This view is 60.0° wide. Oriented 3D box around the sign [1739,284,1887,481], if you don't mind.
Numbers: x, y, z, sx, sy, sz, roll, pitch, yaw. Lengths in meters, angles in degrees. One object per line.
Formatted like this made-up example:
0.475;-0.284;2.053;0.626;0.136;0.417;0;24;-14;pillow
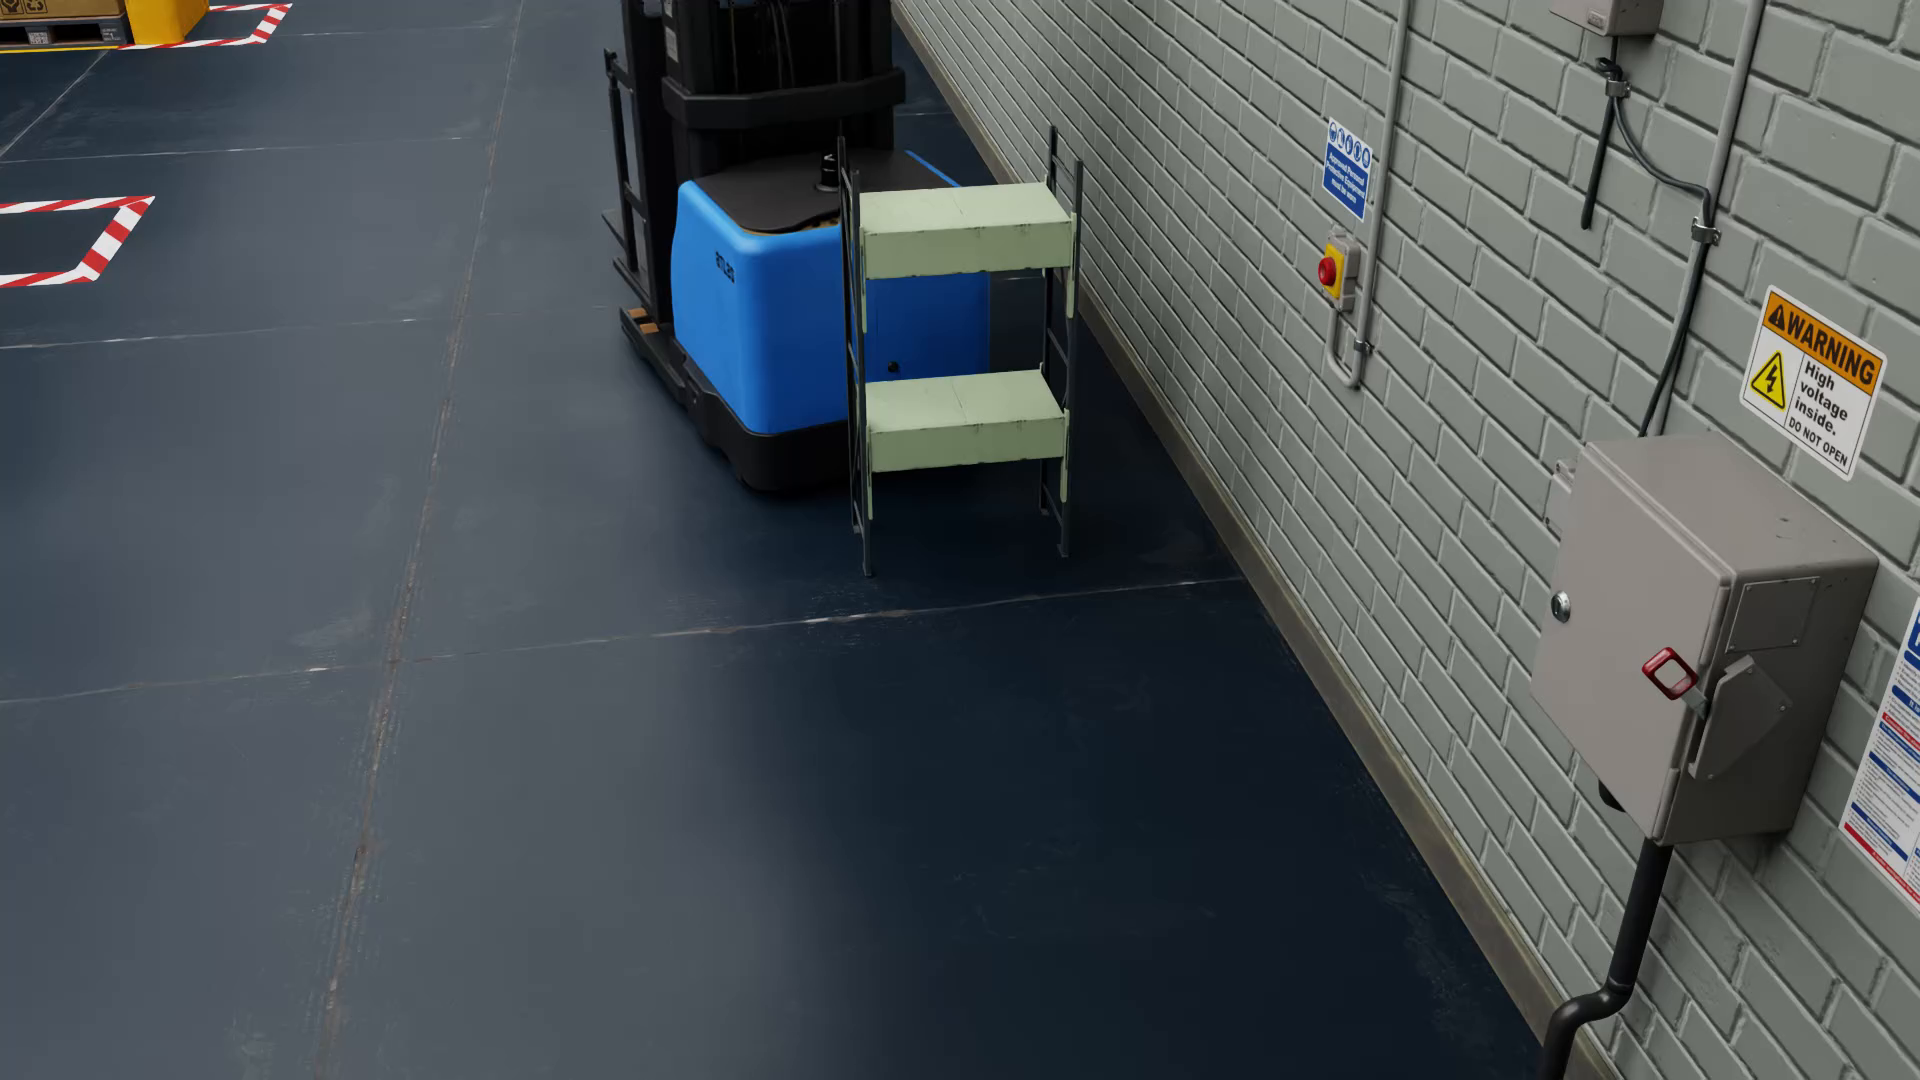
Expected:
1.510;-0.284;2.959;0.001;0.242;0.339;-5;31;-9;sign

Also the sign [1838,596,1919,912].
1.609;0.387;2.727;0.001;0.494;0.329;-5;31;-9;sign

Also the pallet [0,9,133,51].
-7.019;-4.043;12.917;1.213;0.211;1.003;-5;31;-9;pallet

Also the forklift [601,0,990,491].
-0.944;-2.181;7.067;1.130;2.935;3.031;-13;33;-21;forklift

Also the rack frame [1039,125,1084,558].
0.353;-0.679;5.926;0.023;1.500;0.400;-5;31;-9;rack frame

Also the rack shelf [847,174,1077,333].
-0.007;-0.982;5.671;0.720;0.370;0.431;-5;31;-9;rack shelf

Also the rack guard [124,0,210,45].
-6.223;-4.281;13.038;0.348;0.500;1.175;-5;31;-9;rack guard

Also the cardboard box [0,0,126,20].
-6.861;-4.524;12.666;0.875;0.875;0.875;-5;31;-9;cardboard box

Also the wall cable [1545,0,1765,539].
1.348;-0.674;3.435;0.122;1.984;0.588;-5;31;-9;wall cable

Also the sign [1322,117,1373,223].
1.133;-1.088;4.875;0.001;0.218;0.327;-5;31;-9;sign

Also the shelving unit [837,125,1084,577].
-0.007;-0.646;5.869;0.755;1.500;0.431;-5;31;-9;shelving unit

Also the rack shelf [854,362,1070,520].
-0.007;-0.365;6.034;0.720;0.370;0.431;-5;31;-9;rack shelf

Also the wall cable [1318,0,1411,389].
1.081;-1.394;4.628;0.123;1.953;0.585;-5;31;-9;wall cable

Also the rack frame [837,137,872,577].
-0.367;-0.612;5.812;0.023;1.500;0.400;-5;31;-9;rack frame

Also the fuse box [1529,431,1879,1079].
1.316;0.674;3.416;0.414;1.711;0.539;-5;31;-9;fuse box
